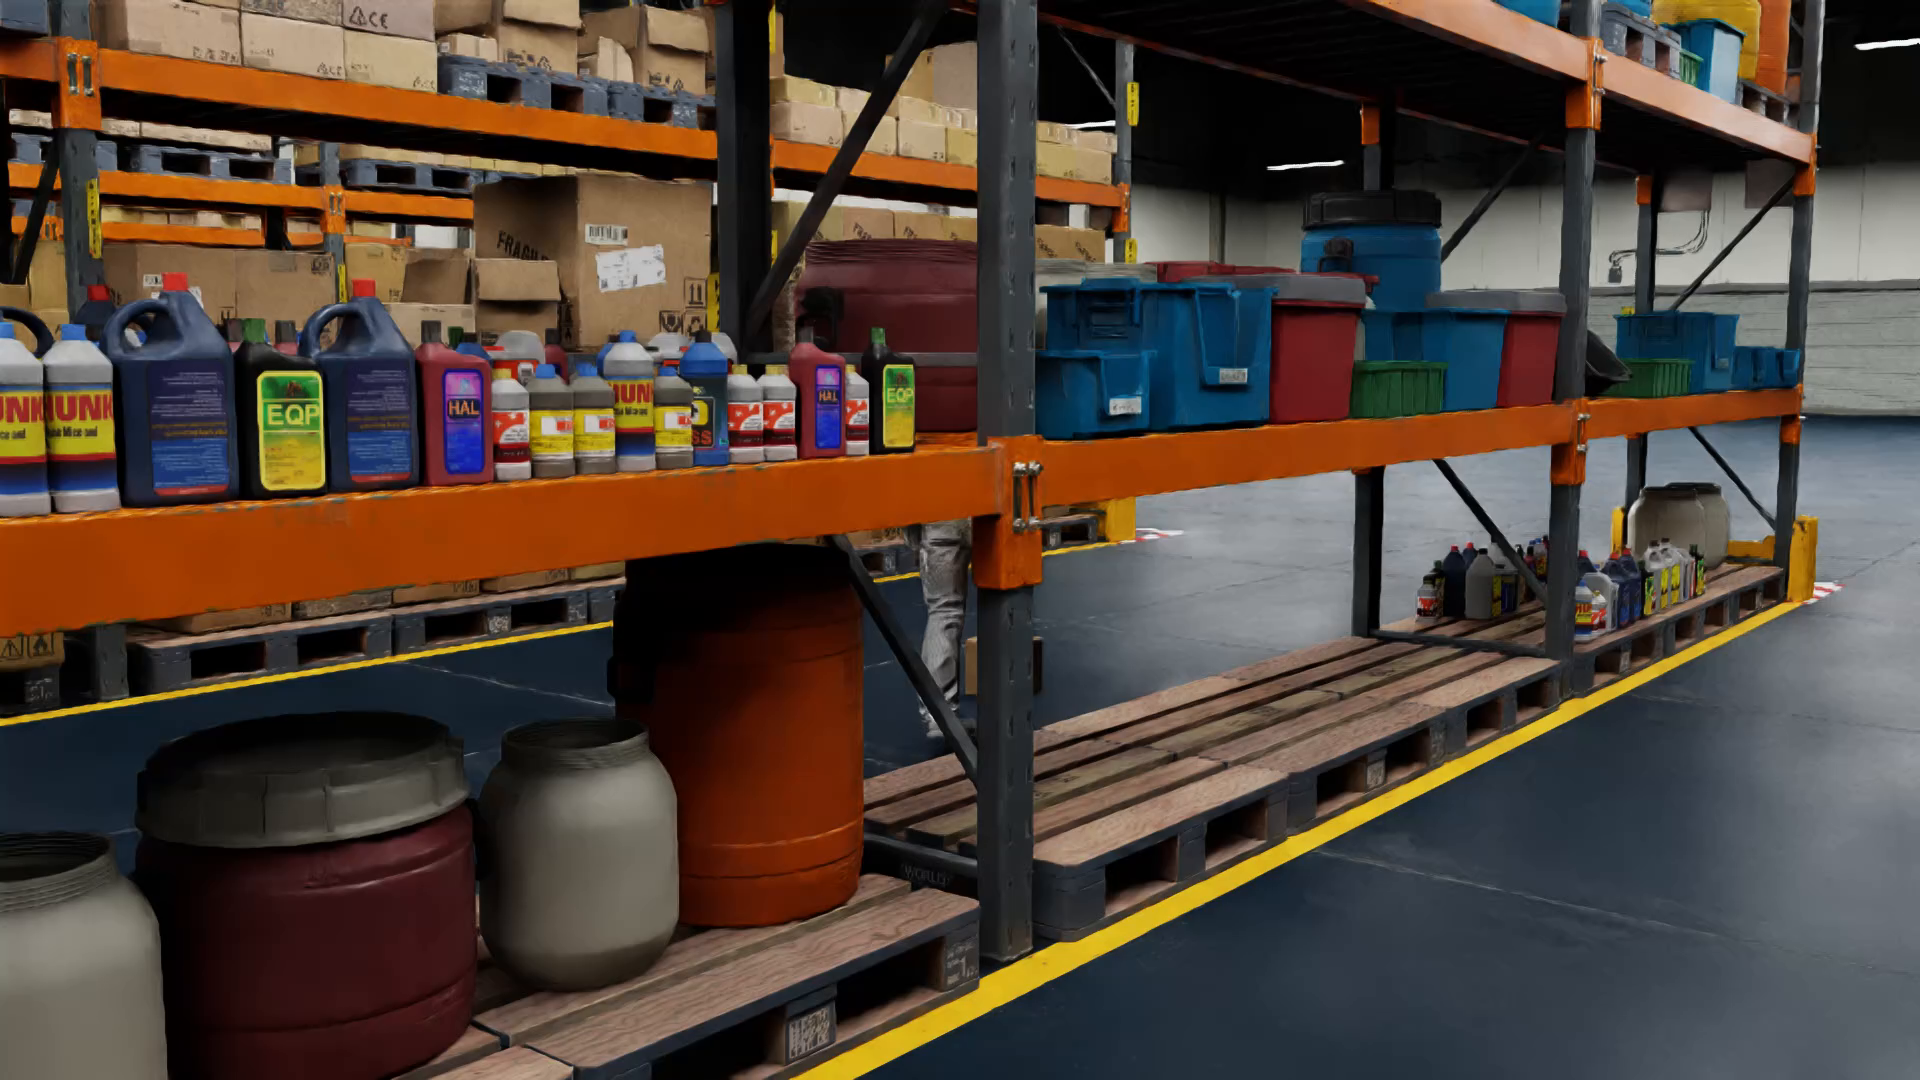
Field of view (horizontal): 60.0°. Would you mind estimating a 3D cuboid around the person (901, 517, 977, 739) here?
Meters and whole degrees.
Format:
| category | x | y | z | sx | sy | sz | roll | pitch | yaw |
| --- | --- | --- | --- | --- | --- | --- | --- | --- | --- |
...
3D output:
| category | x | y | z | sx | sy | sz | roll | pitch | yaw |
| --- | --- | --- | --- | --- | --- | --- | --- | --- | --- |
| person | 0.030 | -0.107 | 6.638 | 0.631 | 1.747 | 0.970 | 1 | 7 | 10 |
